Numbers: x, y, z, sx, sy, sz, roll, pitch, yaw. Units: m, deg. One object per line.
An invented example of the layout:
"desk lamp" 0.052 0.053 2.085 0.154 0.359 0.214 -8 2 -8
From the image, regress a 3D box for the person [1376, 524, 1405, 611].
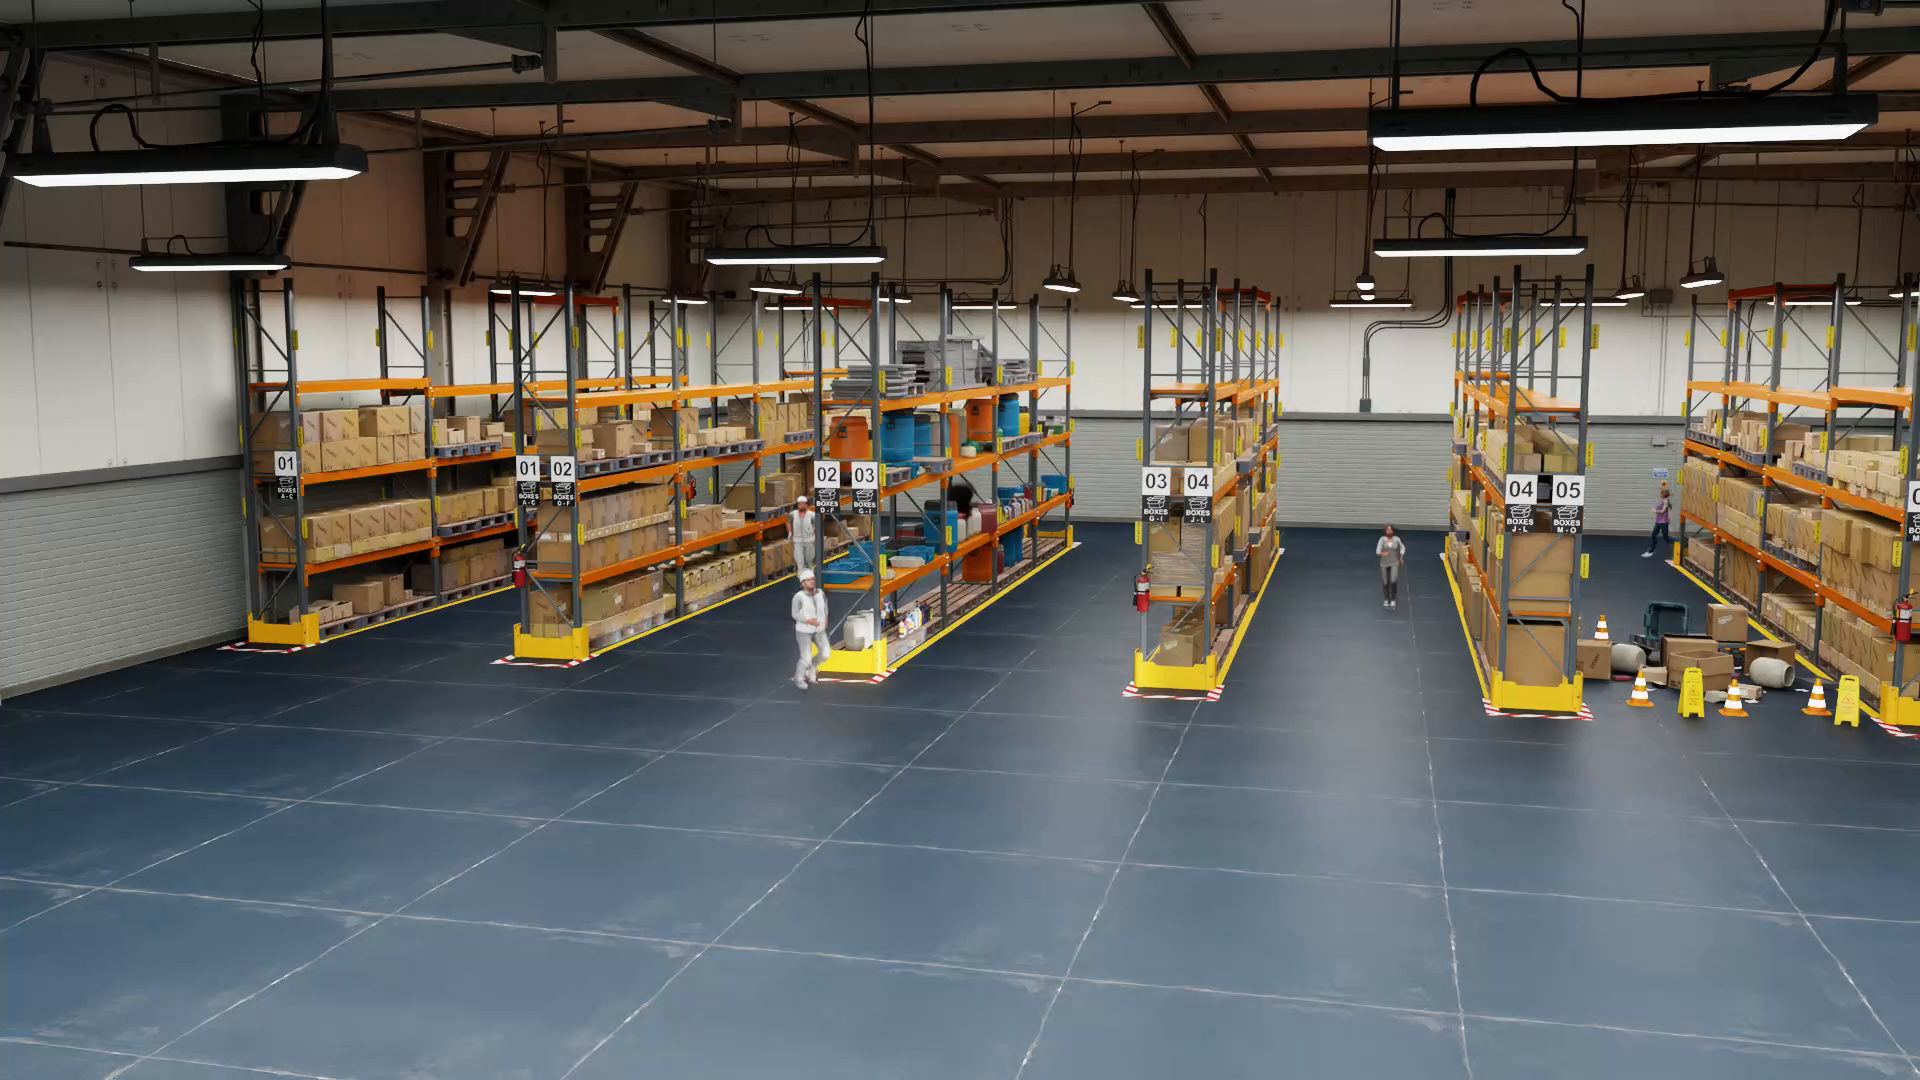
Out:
"person" 7.997 0.504 30.941 0.509 1.604 0.667 2 7 17

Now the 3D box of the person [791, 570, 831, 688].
"person" -2.115 1.286 23.843 0.683 1.728 0.736 -4 8 -32

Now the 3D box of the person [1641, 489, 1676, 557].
"person" 16.150 -0.389 38.185 0.873 1.599 0.530 1 7 11

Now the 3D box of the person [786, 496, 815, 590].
"person" -2.947 0.082 31.254 0.663 1.830 0.853 0 7 0
